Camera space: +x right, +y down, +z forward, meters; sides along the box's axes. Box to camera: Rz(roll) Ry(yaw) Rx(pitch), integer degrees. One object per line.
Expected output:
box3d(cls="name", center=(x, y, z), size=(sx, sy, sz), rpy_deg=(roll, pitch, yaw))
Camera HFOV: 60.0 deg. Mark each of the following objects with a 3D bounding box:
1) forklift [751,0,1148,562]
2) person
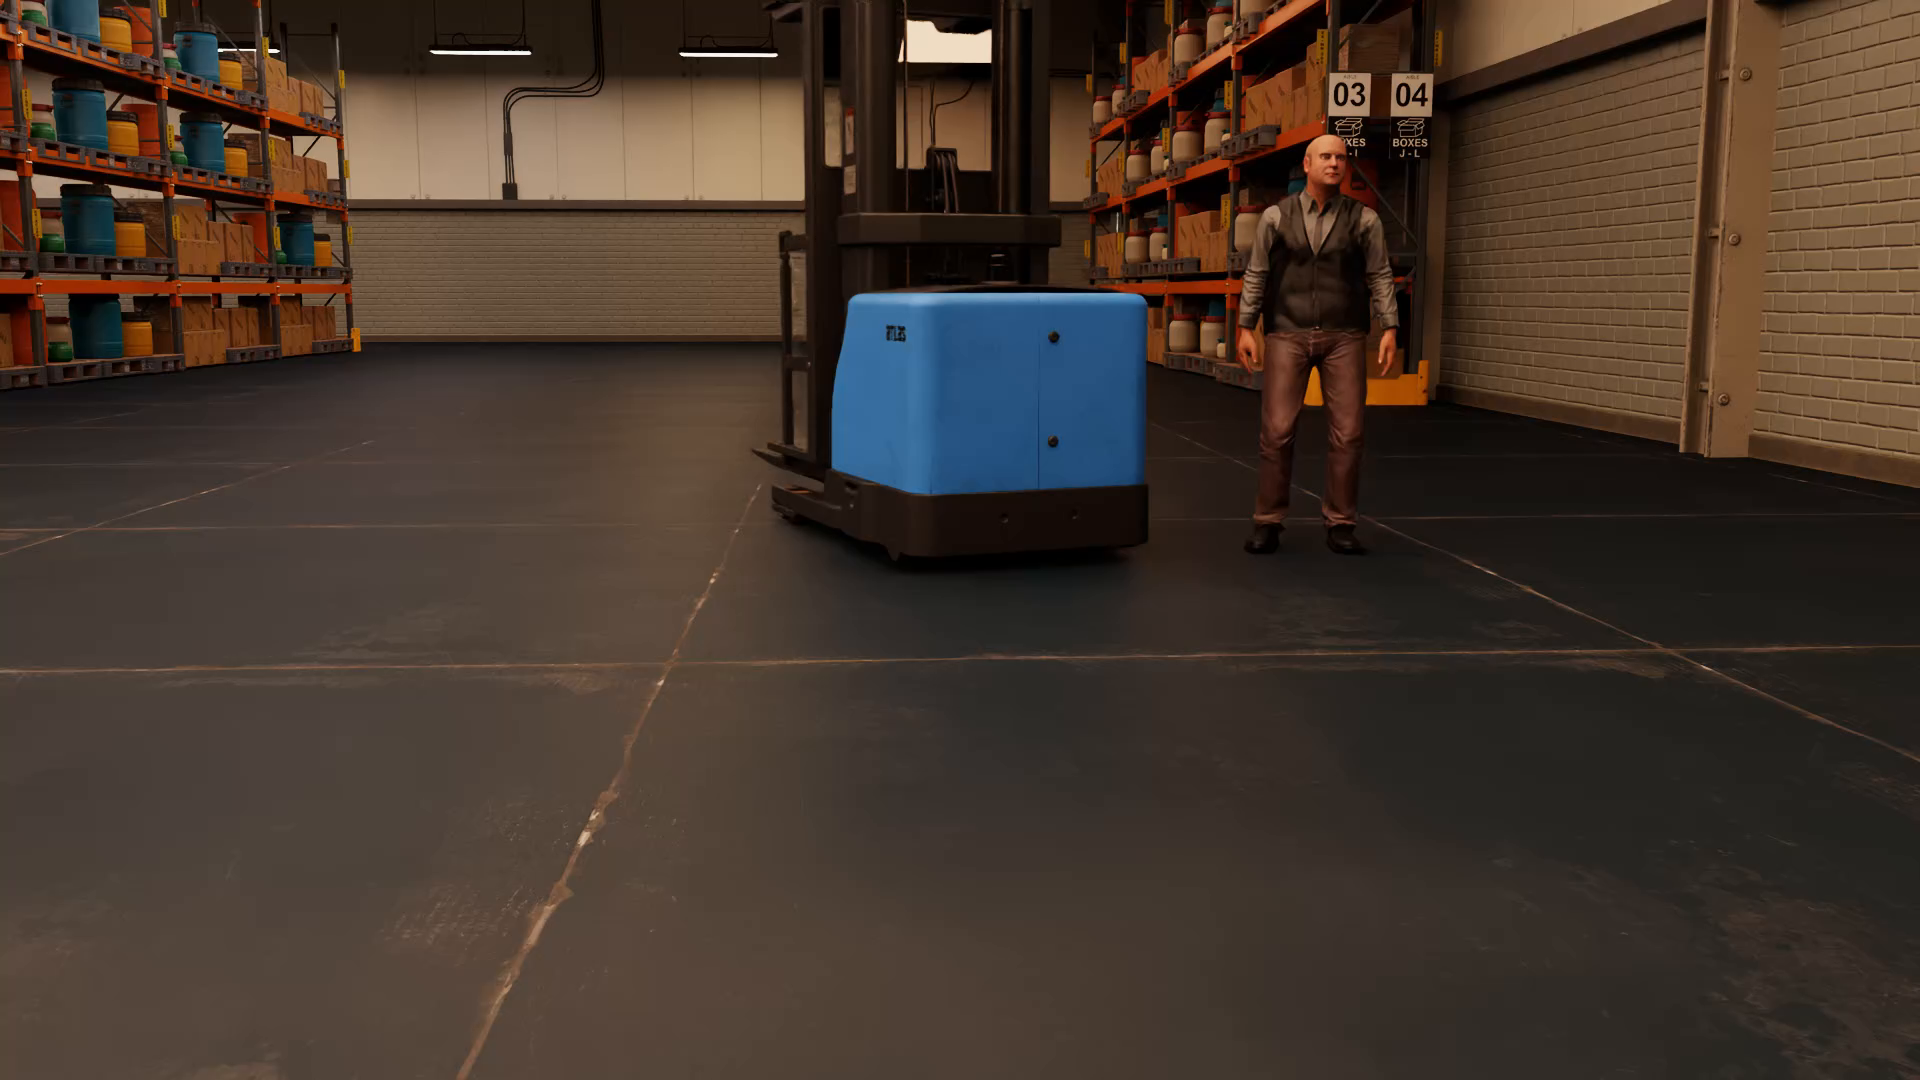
box3d(cls="forklift", center=(-0.262, -1.543, 7.719), size=(1.130, 2.935, 3.031), rpy_deg=(-3, 9, -22))
box3d(cls="person", center=(1.499, -0.819, 6.969), size=(0.663, 1.721, 0.474), rpy_deg=(1, 9, 9))
